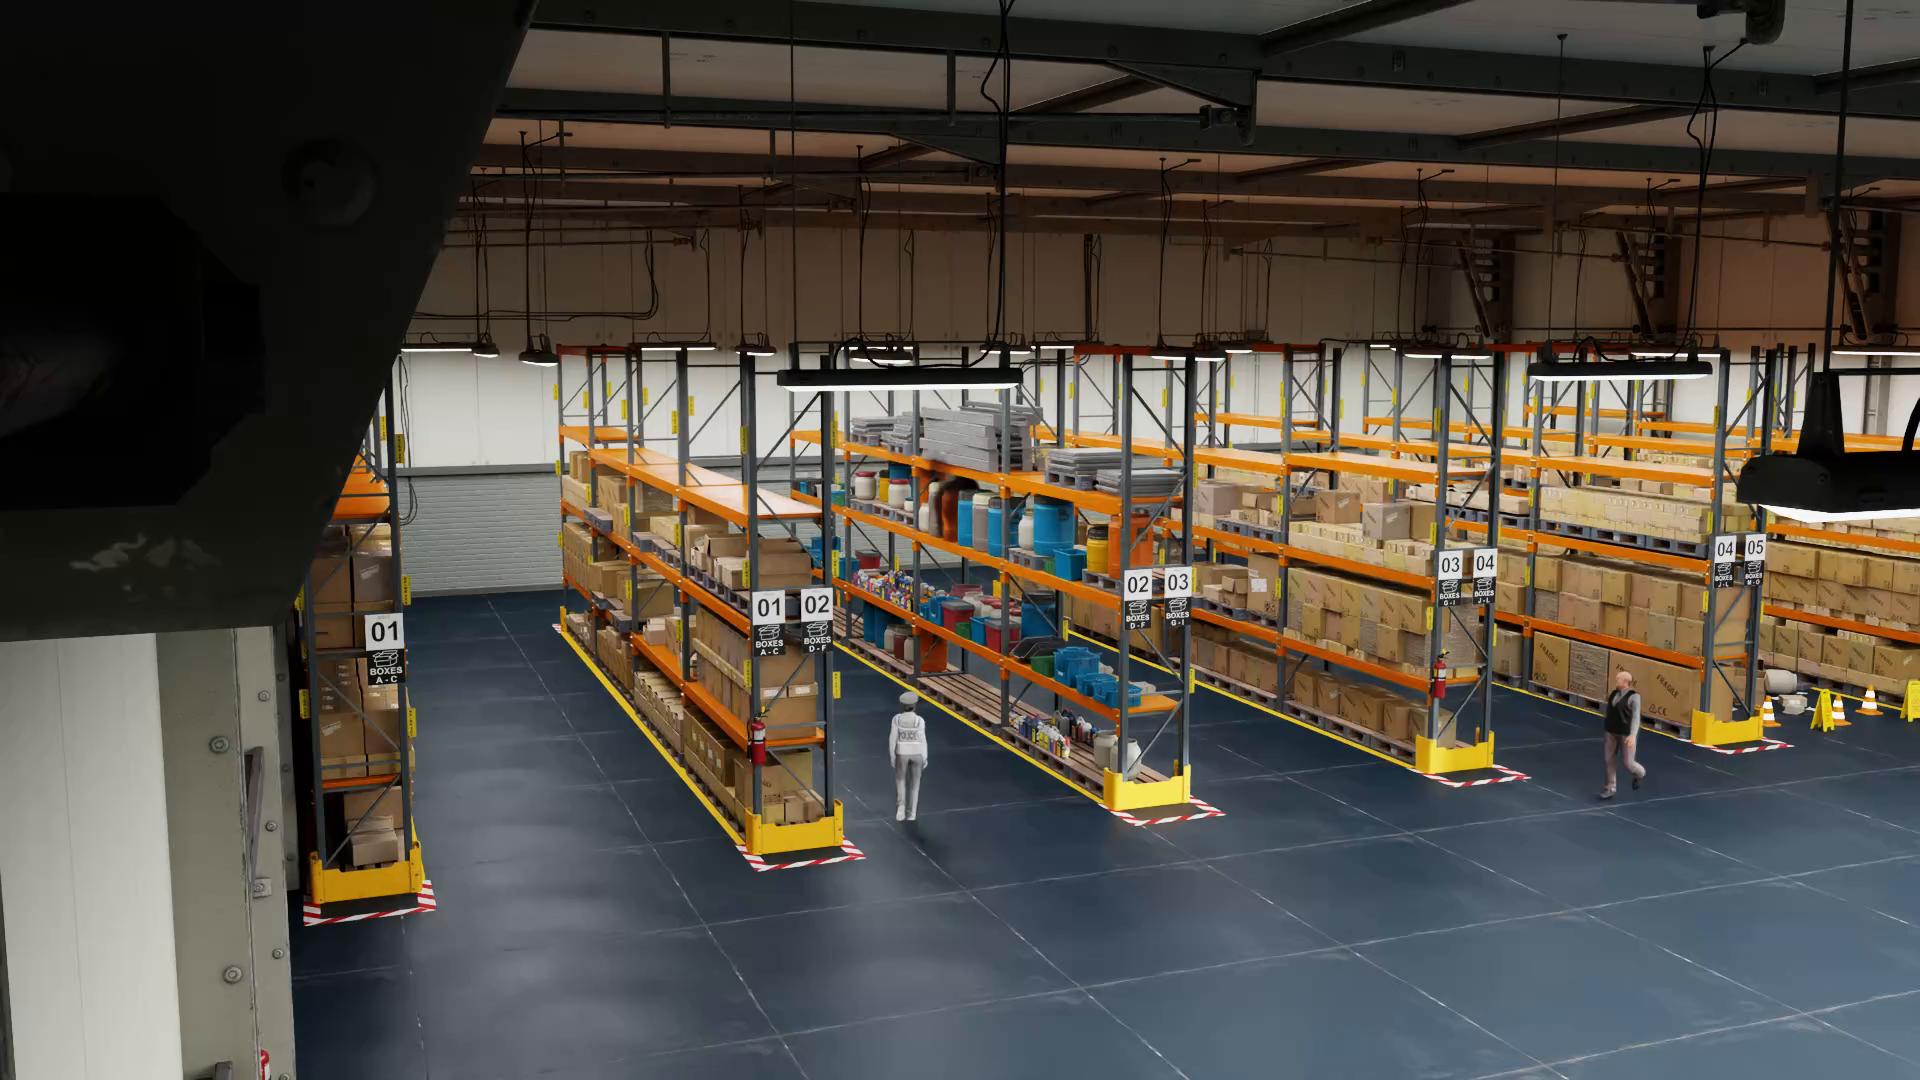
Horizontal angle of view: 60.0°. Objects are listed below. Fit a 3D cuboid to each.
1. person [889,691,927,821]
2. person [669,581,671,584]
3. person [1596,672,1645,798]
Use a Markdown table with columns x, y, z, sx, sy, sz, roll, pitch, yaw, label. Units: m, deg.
| x | y | z | sx | sy | sz | roll | pitch | yaw | label |
| --- | --- | --- | --- | --- | --- | --- | --- | --- | --- |
| -0.666 | 2.778 | 21.337 | 0.495 | 1.684 | 0.454 | 1 | 7 | 4 | person |
| -6.550 | 0.795 | 36.713 | 0.555 | 1.786 | 0.610 | 3 | 8 | 25 | person |
| 8.979 | 2.624 | 22.507 | 0.741 | 1.716 | 0.501 | -6 | 10 | -41 | person |
